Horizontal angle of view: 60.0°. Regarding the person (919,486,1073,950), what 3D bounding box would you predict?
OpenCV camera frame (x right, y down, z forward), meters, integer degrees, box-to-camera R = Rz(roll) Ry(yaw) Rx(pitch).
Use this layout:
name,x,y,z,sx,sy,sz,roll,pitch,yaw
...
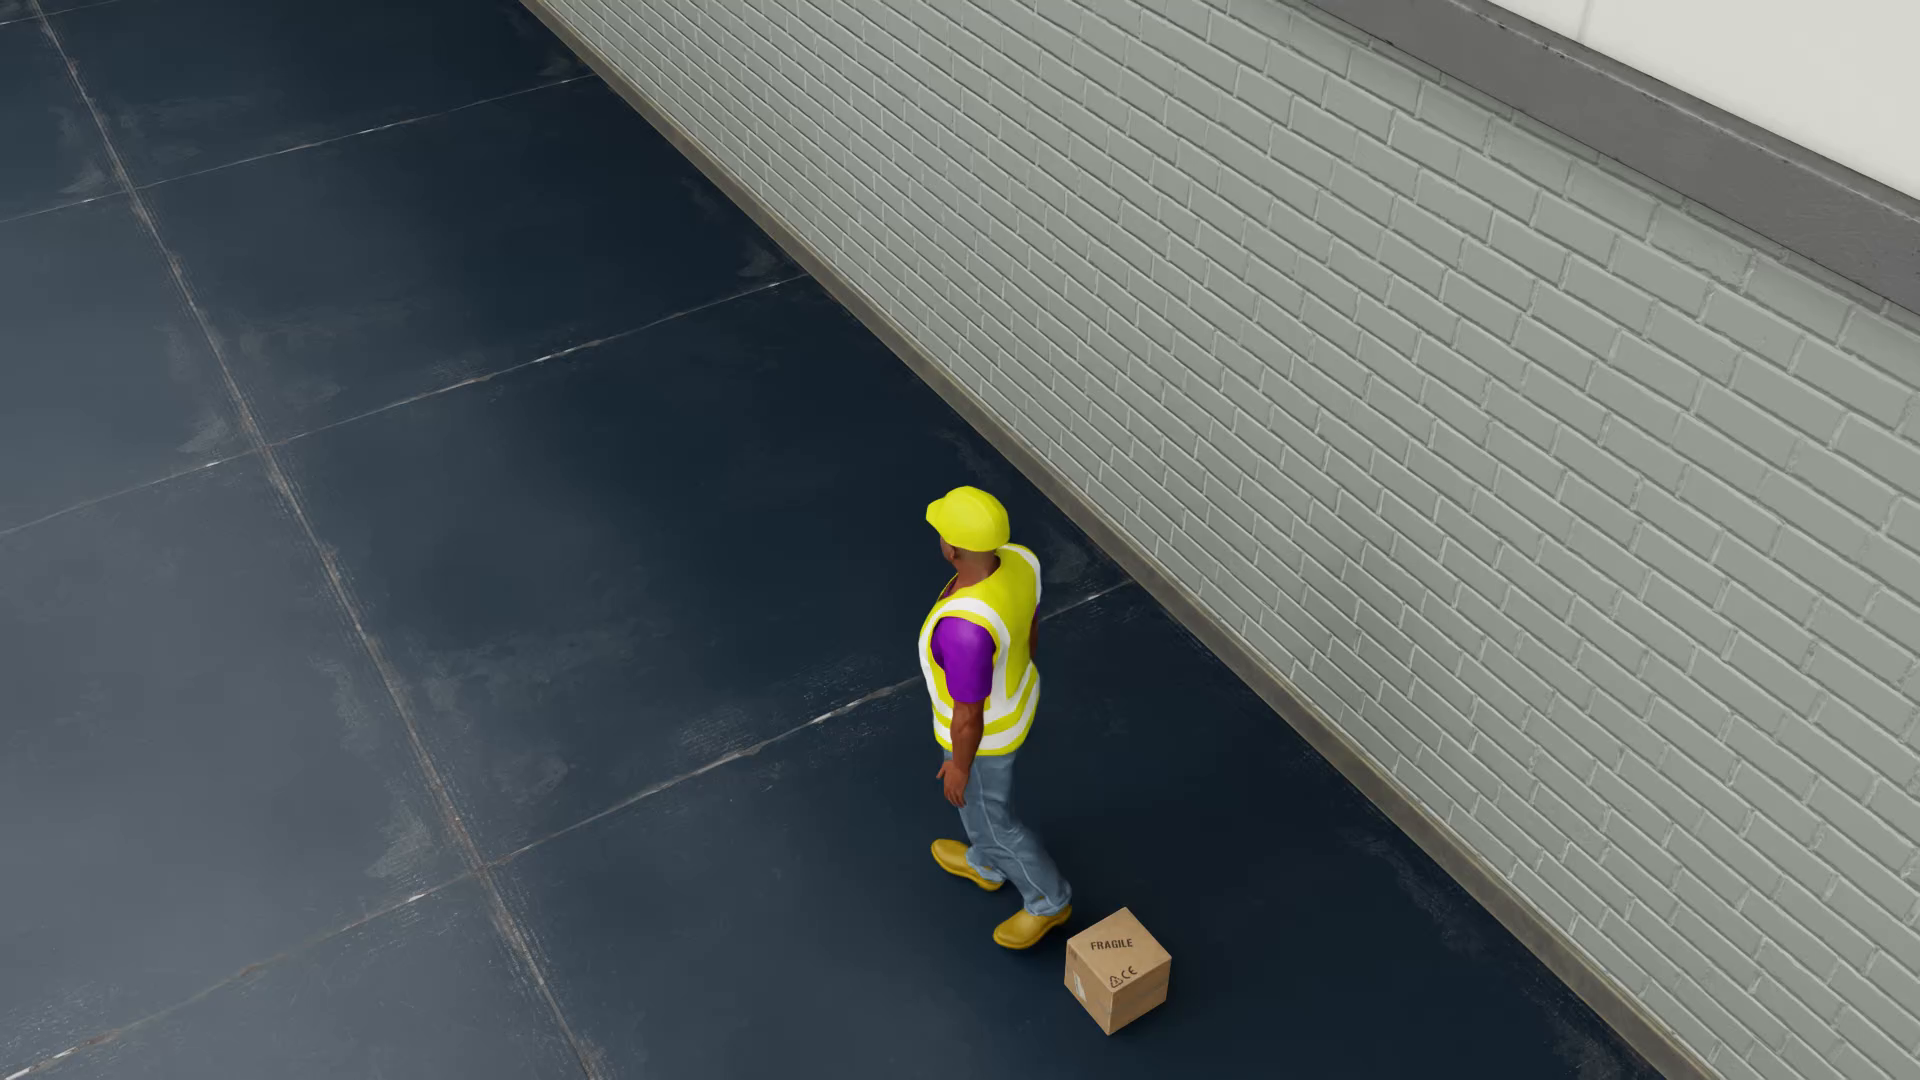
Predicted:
name,x,y,z,sx,sy,sz,roll,pitch,yaw
person,0.145,0.591,5.454,0.580,1.755,0.607,12,42,14
